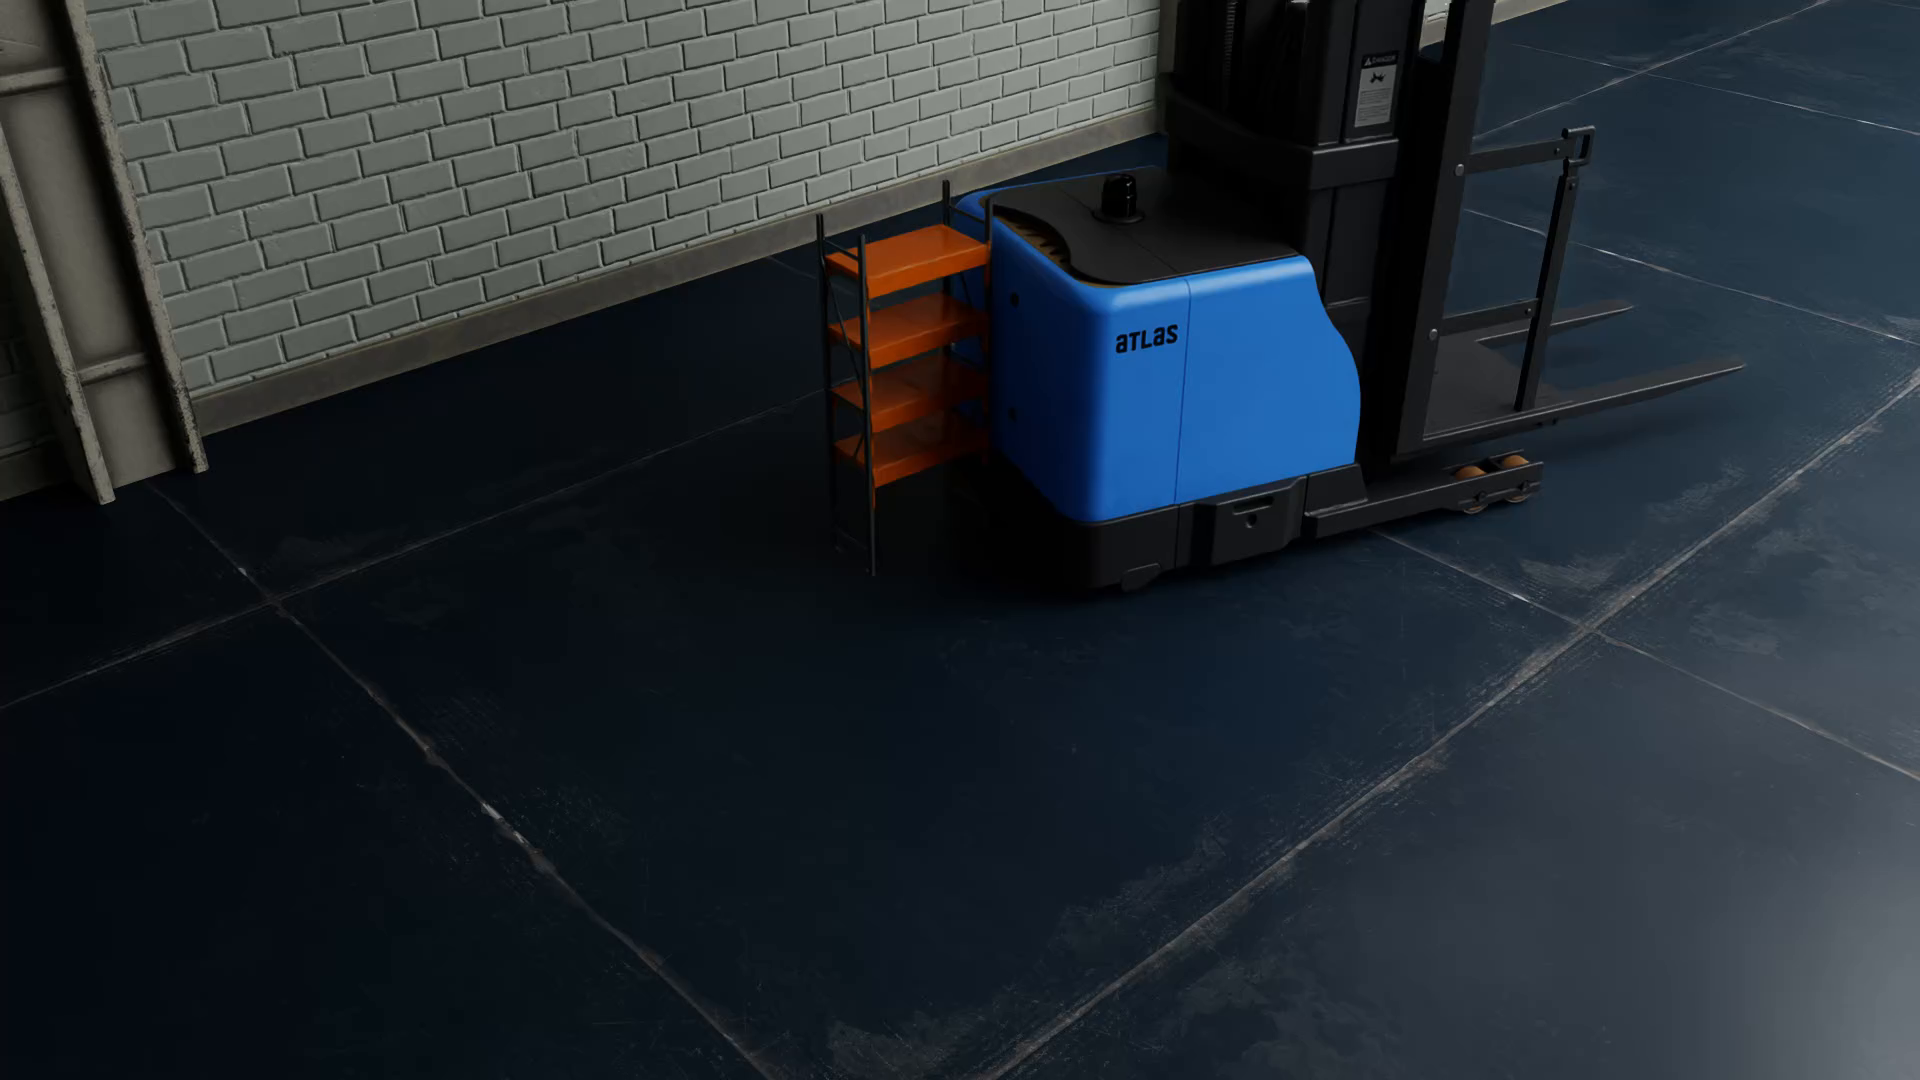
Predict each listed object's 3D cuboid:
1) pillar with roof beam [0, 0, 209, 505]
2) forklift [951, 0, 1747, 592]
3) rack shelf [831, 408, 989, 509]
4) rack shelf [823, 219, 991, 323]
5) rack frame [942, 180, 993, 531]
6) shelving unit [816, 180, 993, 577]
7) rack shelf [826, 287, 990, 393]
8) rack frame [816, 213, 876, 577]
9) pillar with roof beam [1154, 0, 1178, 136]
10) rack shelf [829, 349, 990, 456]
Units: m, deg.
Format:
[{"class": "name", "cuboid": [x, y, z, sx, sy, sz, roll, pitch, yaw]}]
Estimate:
[{"class": "pillar with roof beam", "cuboid": [-0.113, -2.445, 1.123, 0.400, 9.000, 9.100, -26, 40, -35]}, {"class": "forklift", "cuboid": [1.529, -1.582, 5.527, 3.031, 2.935, 1.130, -13, 34, -20]}, {"class": "rack shelf", "cuboid": [-0.169, -0.290, 5.584, 0.480, 0.148, 0.258, -22, 38, -32]}, {"class": "rack shelf", "cuboid": [-0.169, -0.853, 5.241, 0.480, 0.148, 0.258, -22, 38, -32]}, {"class": "rack frame", "cuboid": [0.023, -0.596, 5.574, 0.015, 1.200, 0.240, -22, 38, -32]}, {"class": "shelving unit", "cuboid": [-0.169, -0.517, 5.446, 0.503, 1.200, 0.258, -22, 38, -32]}, {"class": "rack shelf", "cuboid": [-0.169, -0.651, 5.364, 0.480, 0.148, 0.258, -22, 38, -32]}, {"class": "rack frame", "cuboid": [-0.361, -0.439, 5.317, 0.015, 1.200, 0.240, -22, 38, -32]}, {"class": "pillar with roof beam", "cuboid": [4.287, -4.573, 4.603, 0.400, 9.000, 9.100, -26, 40, -35]}, {"class": "rack shelf", "cuboid": [-0.169, -0.460, 5.481, 0.480, 0.148, 0.258, -22, 38, -32]}]
